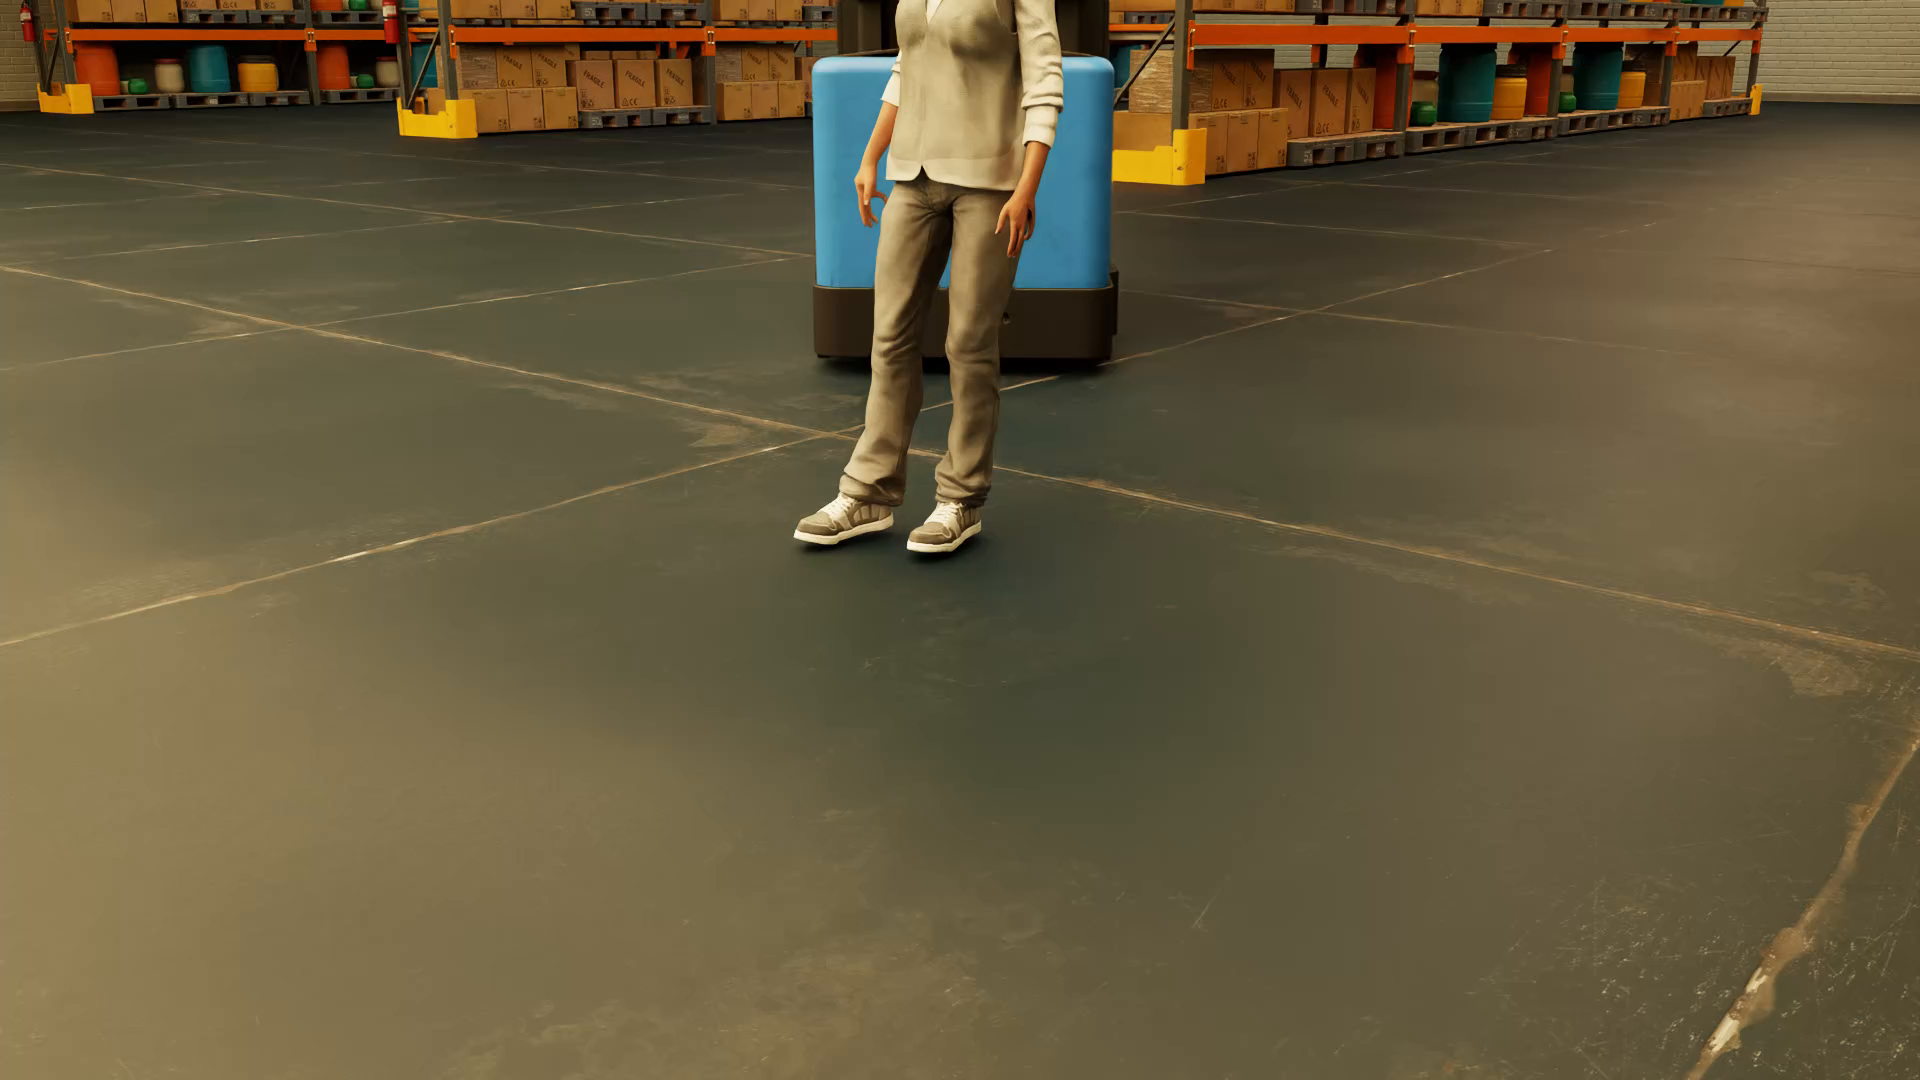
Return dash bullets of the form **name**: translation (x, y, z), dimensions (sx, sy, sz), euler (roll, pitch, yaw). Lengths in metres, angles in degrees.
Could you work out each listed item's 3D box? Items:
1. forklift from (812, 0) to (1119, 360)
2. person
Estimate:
- **forklift**: translation (0.062, -2.406, 6.820), dimensions (1.130, 2.935, 3.031), euler (1, 17, 2)
- **person**: translation (-0.058, -0.757, 3.662), dimensions (0.520, 1.597, 0.475), euler (13, 21, 37)
